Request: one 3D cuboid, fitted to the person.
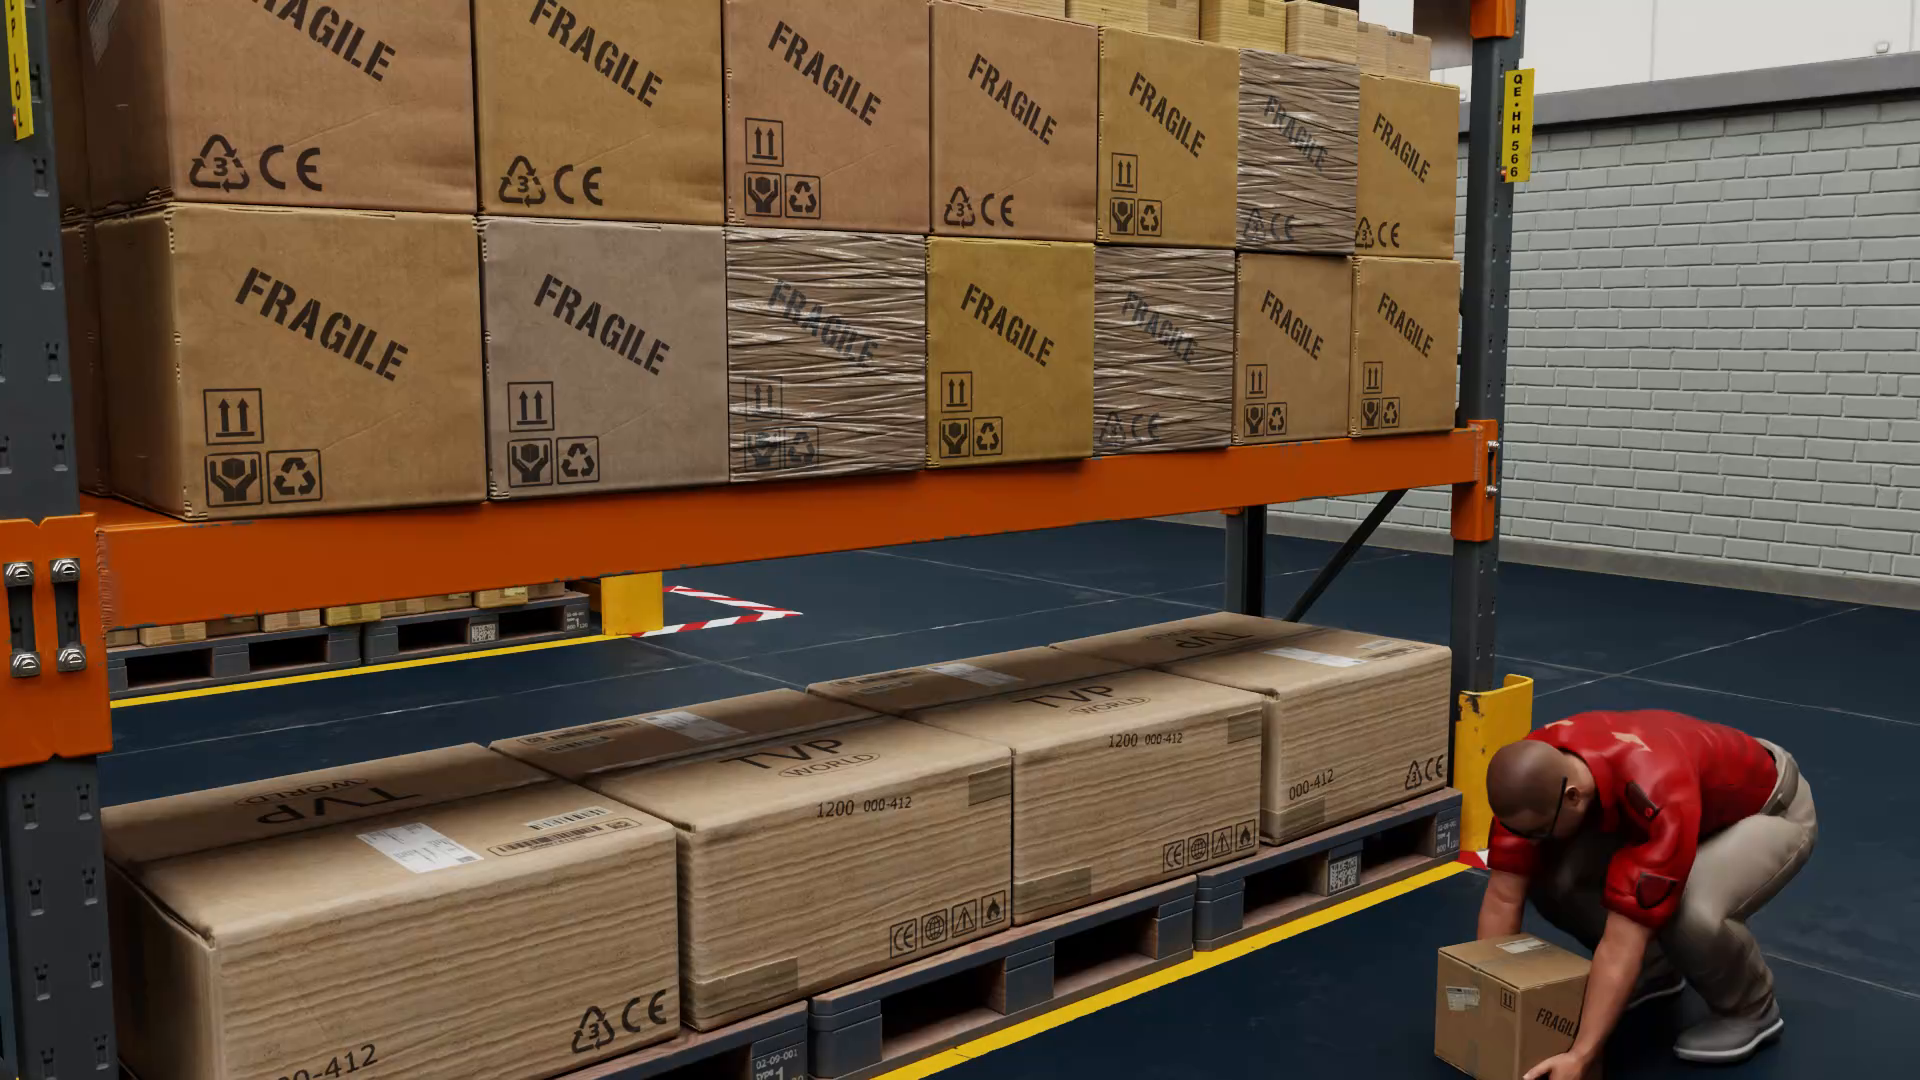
[{"bbox_3d":[1.515,0.769,3.748,0.936,0.781,0.527,-4,8,-27],"label":"person"}]
